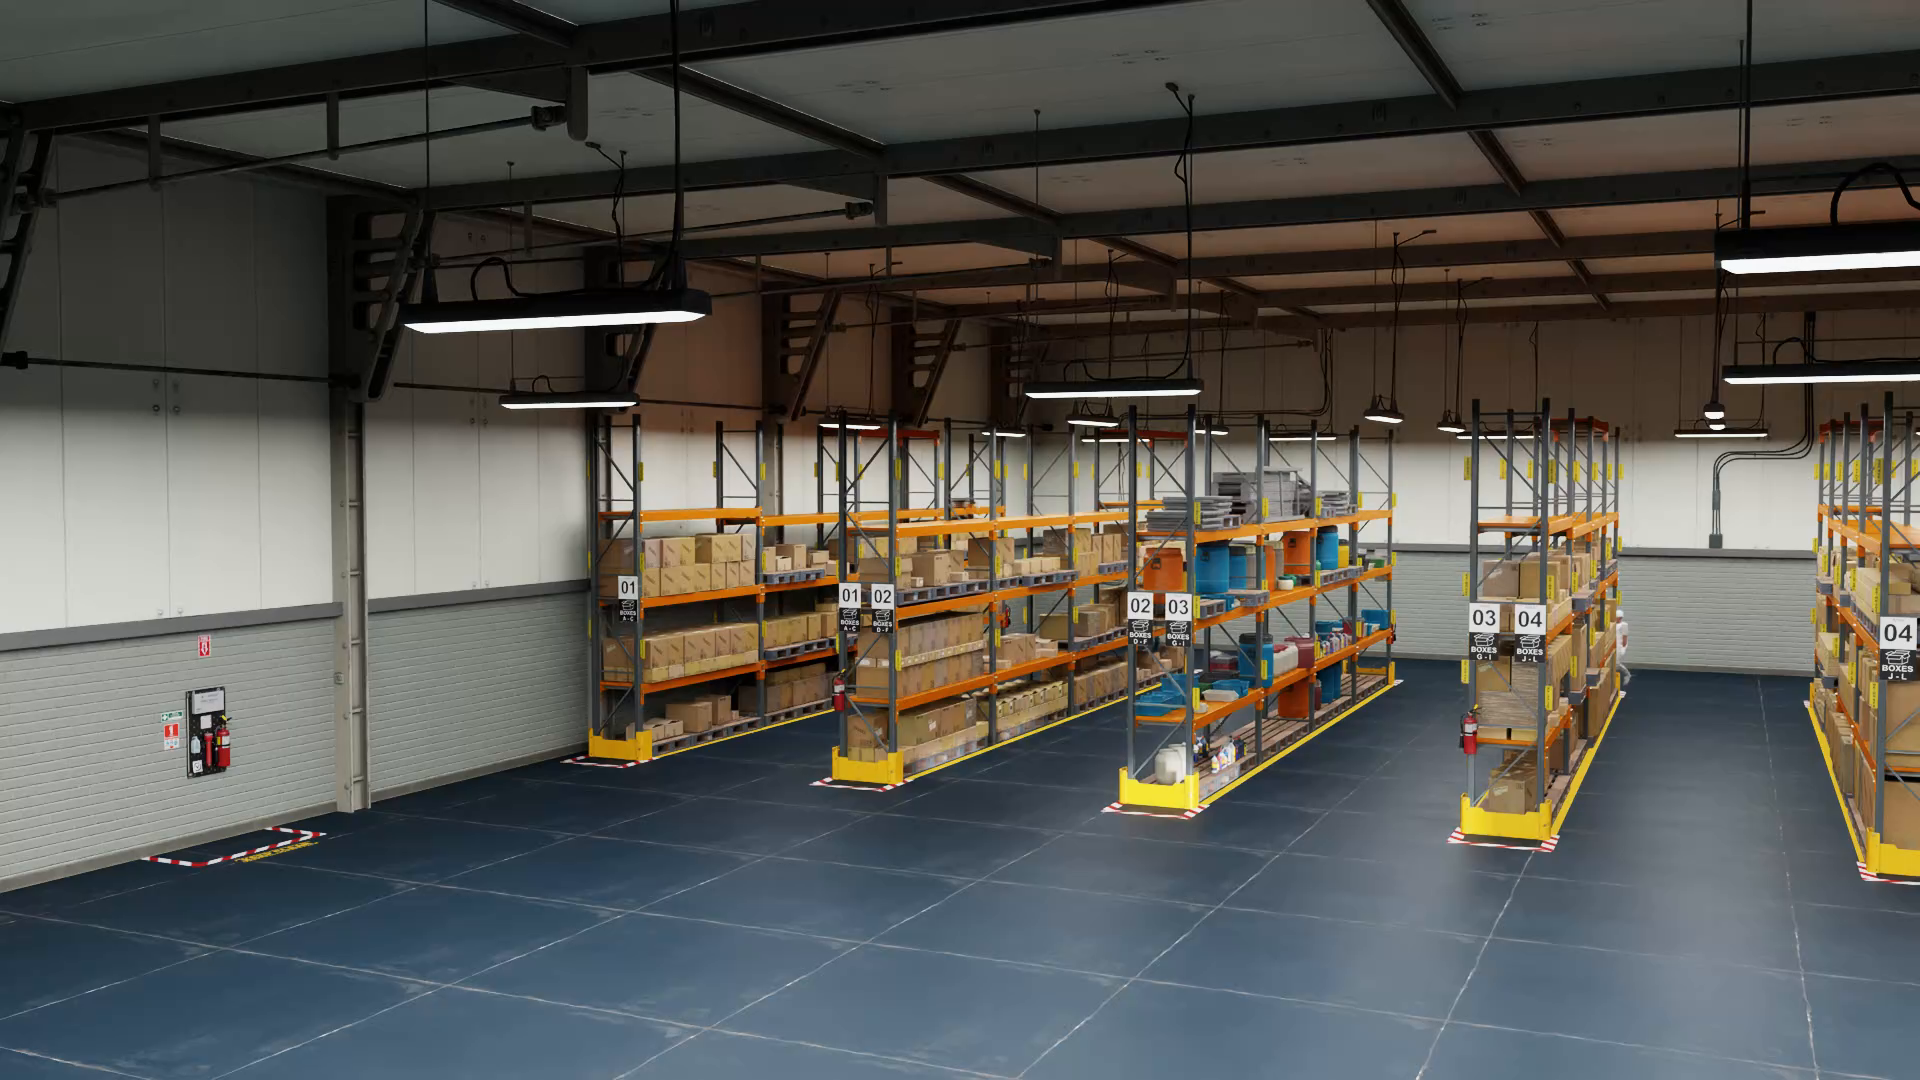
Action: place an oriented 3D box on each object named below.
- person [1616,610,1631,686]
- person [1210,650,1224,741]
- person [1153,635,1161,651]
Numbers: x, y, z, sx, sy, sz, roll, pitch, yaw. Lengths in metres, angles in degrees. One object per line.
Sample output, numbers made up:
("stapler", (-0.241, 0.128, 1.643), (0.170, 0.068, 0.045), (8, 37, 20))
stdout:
("person", (15.245, 2.509, 38.550), (0.538, 1.782, 0.581), (-1, 2, -17))
("person", (4.714, 2.906, 30.766), (0.510, 1.733, 0.469), (-1, 3, -24))
("person", (5.122, 2.398, 44.097), (0.455, 1.592, 0.570), (1, 2, 13))
